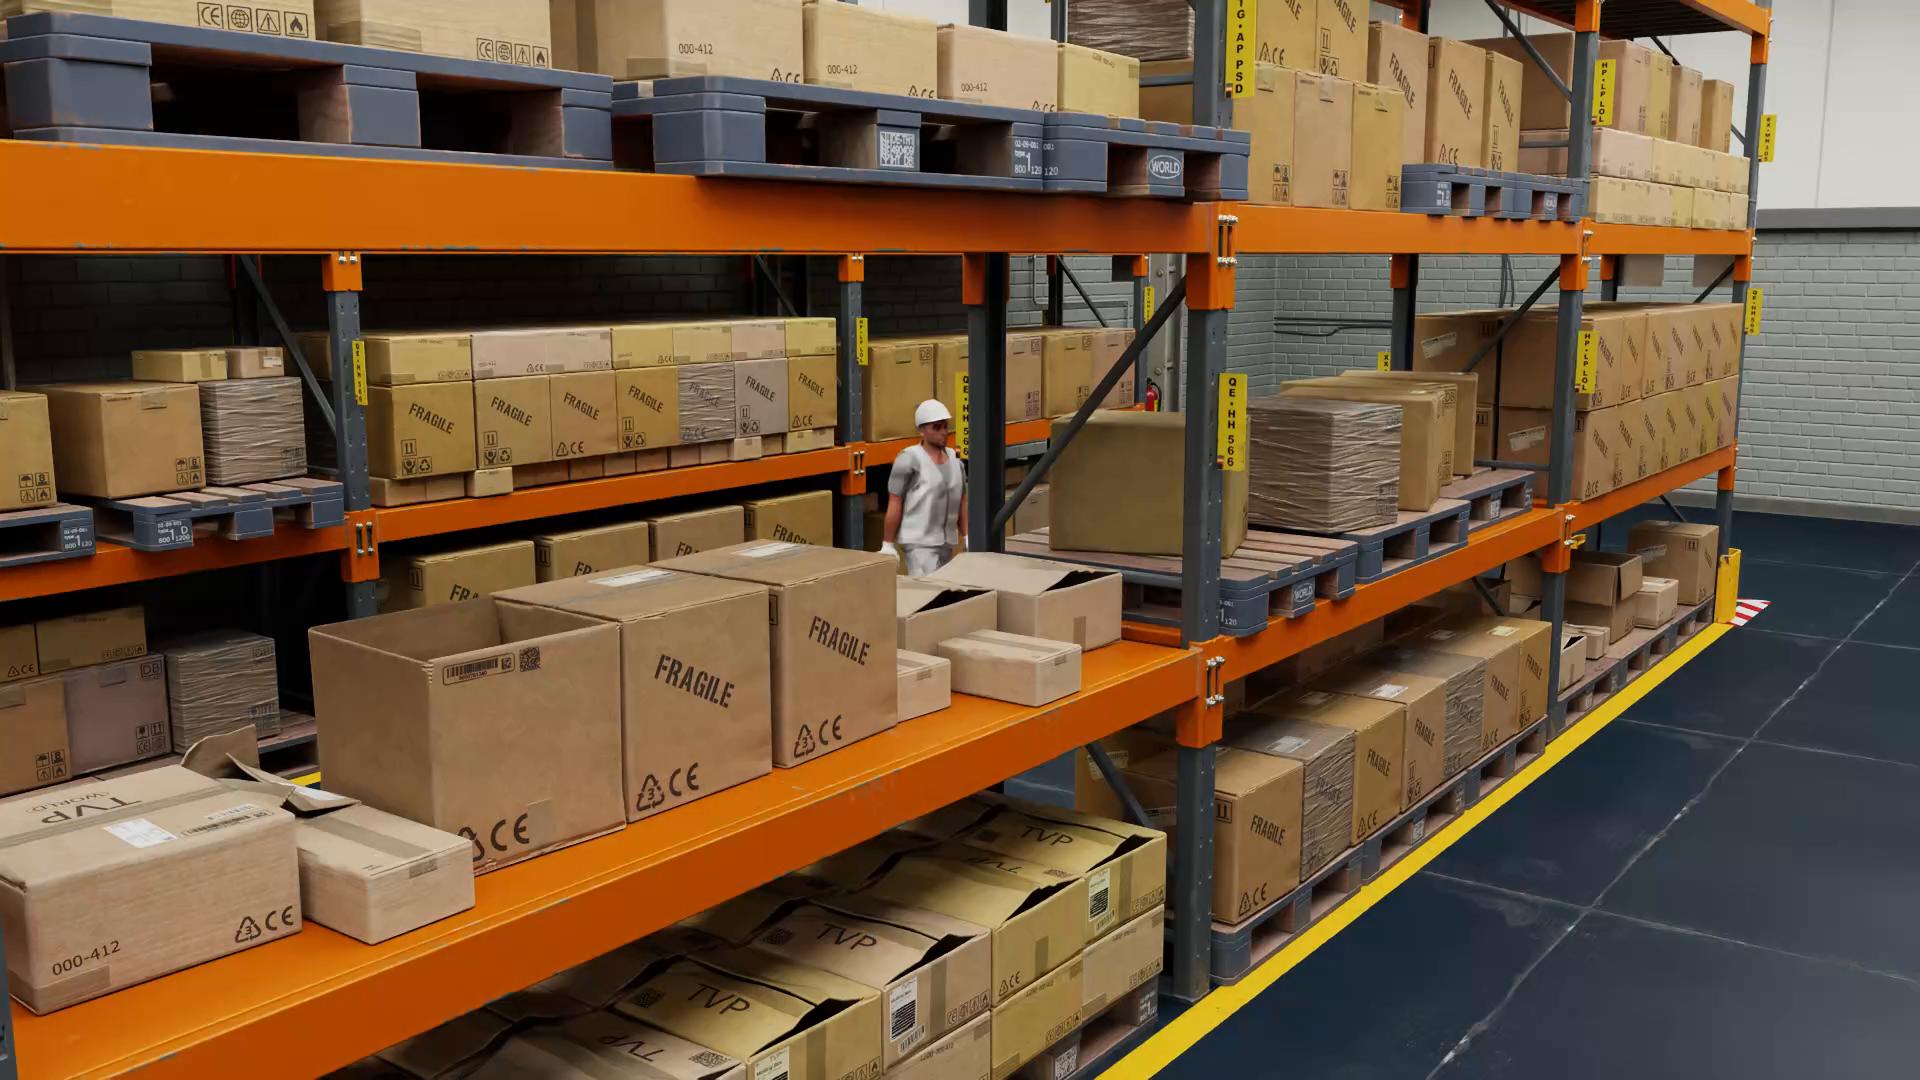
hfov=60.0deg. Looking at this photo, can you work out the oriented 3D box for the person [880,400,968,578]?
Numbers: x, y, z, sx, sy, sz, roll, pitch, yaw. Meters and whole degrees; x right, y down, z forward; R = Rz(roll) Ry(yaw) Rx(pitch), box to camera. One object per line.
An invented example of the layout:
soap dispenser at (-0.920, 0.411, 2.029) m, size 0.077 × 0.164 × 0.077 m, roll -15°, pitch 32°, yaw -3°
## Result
person at (-0.104, 0.054, 9.881) m, size 0.801 × 1.764 × 0.588 m, roll 8°, pitch 13°, yaw 41°
